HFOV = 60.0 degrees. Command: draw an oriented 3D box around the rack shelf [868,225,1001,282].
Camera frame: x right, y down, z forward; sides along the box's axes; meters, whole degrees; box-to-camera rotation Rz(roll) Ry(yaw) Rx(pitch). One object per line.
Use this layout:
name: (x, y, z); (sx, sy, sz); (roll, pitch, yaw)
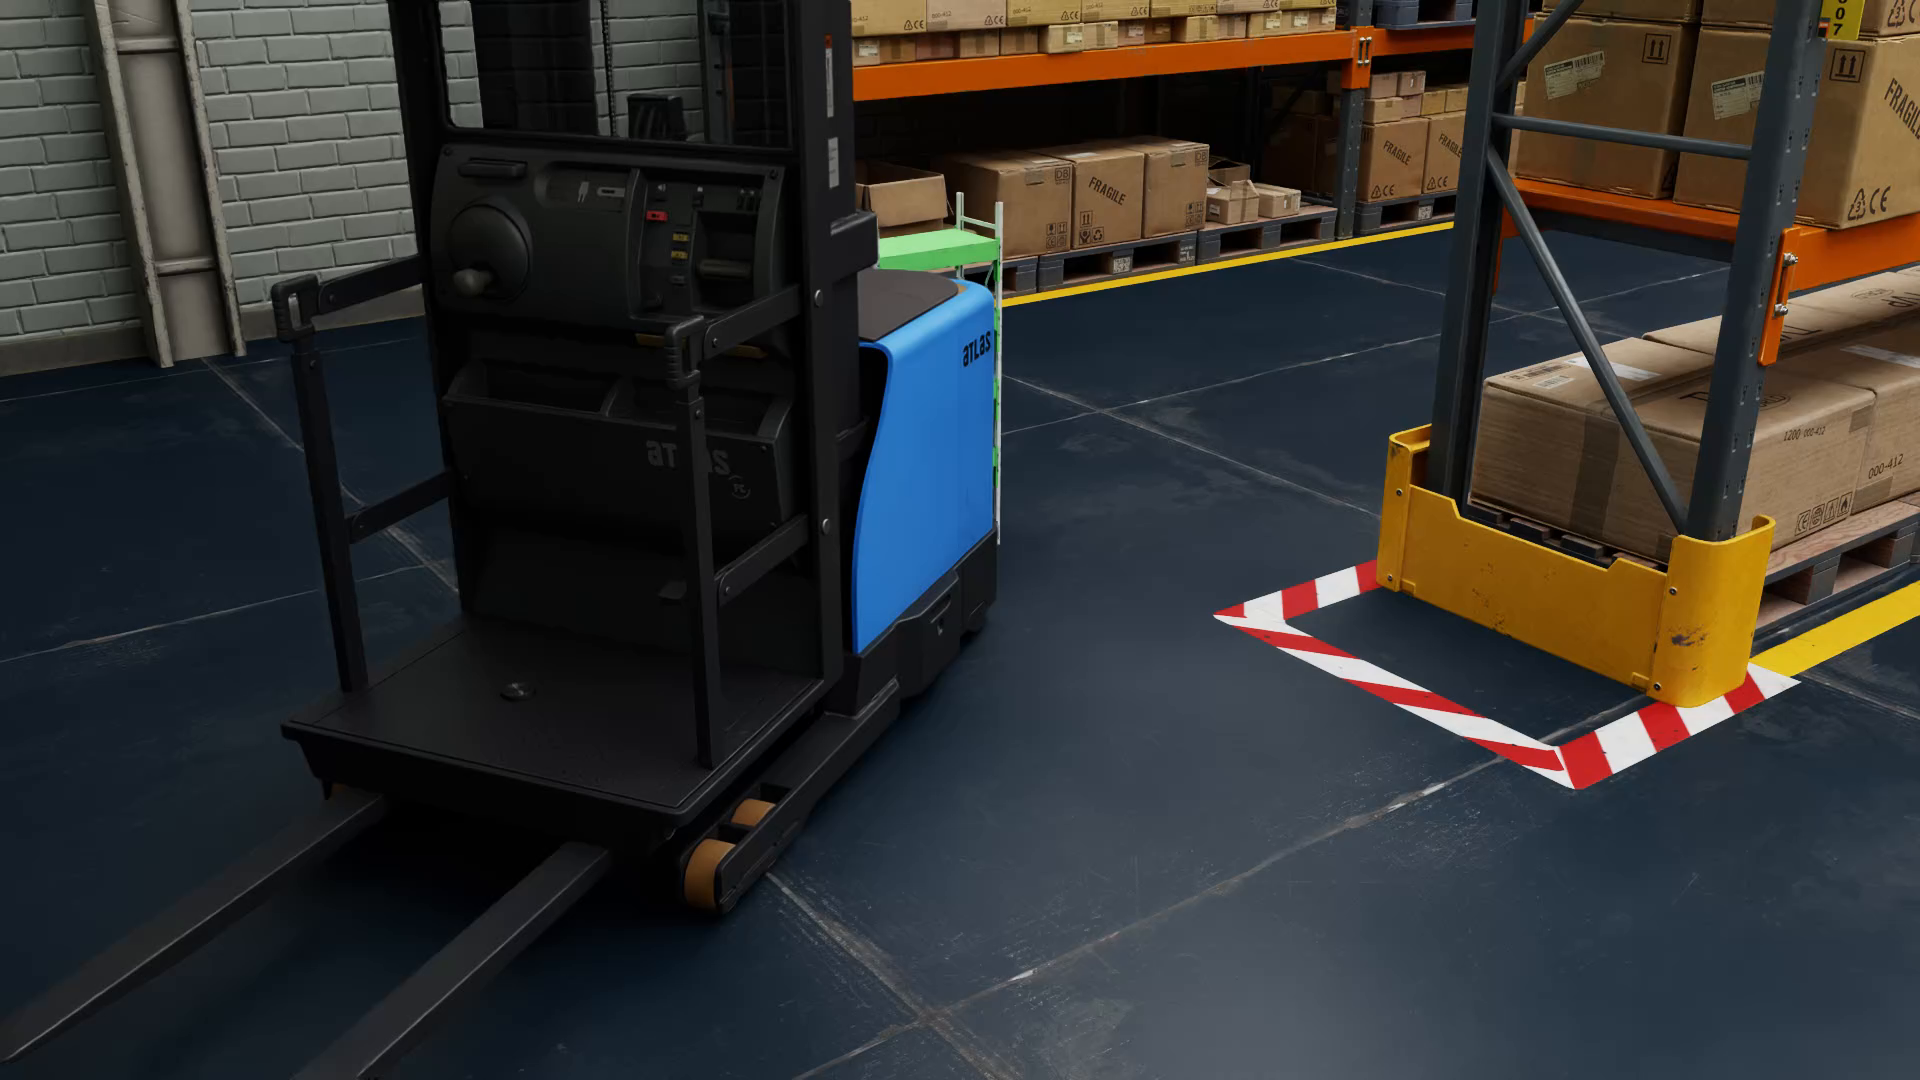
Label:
rack shelf: (-0.134, -0.908, 5.430); (0.480, 0.148, 0.258); (-15, 26, -33)

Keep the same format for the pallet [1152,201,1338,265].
pallet: (1.648, -2.041, 10.727); (1.213, 0.211, 1.003); (-15, 26, -33)

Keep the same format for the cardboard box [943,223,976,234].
cardboard box: (-0.121, -1.674, 9.324); (0.250, 0.149, 0.380); (-16, 27, -35)

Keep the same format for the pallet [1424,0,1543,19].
pallet: (3.877, -3.839, 11.728); (1.213, 0.211, 1.003); (-15, 26, -33)

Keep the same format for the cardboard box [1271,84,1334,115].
cardboard box: (2.337, -2.986, 11.264); (0.250, 0.149, 0.380); (-16, 27, -35)

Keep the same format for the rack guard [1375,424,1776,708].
rack guard: (1.842, 0.040, 5.122); (0.348, 0.500, 1.175); (-15, 26, -33)

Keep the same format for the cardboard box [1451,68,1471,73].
cardboard box: (3.829, -3.371, 12.227); (0.250, 0.149, 0.380); (-15, 26, -33)

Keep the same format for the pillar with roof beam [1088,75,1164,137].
pillar with roof beam: (3.629, -5.096, 6.526); (0.400, 9.000, 9.100); (-15, 26, -33)

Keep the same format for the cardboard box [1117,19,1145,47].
cardboard box: (0.832, -2.894, 9.441); (0.250, 0.149, 0.380); (-15, 26, -33)

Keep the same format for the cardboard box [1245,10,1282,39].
cardboard box: (1.699, -3.096, 9.948); (0.250, 0.149, 0.380); (-14, 26, -31)

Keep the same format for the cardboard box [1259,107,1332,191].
cardboard box: (2.432, -2.714, 11.456); (0.500, 0.500, 0.500); (-15, 26, -33)

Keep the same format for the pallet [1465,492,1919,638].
pallet: (2.465, -0.028, 5.681); (1.213, 0.211, 1.003); (-15, 26, -33)

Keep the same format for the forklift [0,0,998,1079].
forklift: (-0.908, -0.691, 3.674); (1.130, 2.935, 3.031); (9, 23, 20)

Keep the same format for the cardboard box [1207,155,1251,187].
cardboard box: (1.532, -2.359, 10.822); (0.500, 0.311, 0.500); (-14, 26, -31)

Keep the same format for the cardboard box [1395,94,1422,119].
cardboard box: (2.832, -2.901, 11.049); (0.250, 0.149, 0.380); (-16, 27, -34)

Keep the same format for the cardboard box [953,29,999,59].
cardboard box: (0.000, -2.663, 8.862); (0.250, 0.149, 0.380); (-14, 26, -31)

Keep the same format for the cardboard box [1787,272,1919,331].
cardboard box: (3.810, -0.700, 6.493); (0.875, 0.438, 0.875); (-16, 27, -34)

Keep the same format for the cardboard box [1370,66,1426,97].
cardboard box: (2.836, -3.026, 10.963); (0.250, 0.149, 0.380); (-16, 27, -35)

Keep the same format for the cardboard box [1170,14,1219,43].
cardboard box: (1.280, -2.984, 9.666); (0.250, 0.149, 0.380); (-15, 26, -34)

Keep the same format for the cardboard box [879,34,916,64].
cardboard box: (-0.434, -2.560, 8.603); (0.250, 0.149, 0.380); (-14, 26, -32)

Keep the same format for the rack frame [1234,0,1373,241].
rack frame: (2.206, -3.485, 10.582); (0.127, 3.000, 1.000); (-15, 26, -33)

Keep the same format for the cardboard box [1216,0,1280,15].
cardboard box: (1.537, -3.257, 9.811); (0.500, 0.250, 0.500); (-15, 26, -33)

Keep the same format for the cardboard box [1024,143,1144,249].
cardboard box: (0.715, -2.014, 9.703); (0.500, 0.500, 0.500); (-14, 26, -32)

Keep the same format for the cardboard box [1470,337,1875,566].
cardboard box: (2.339, -0.304, 5.502); (0.875, 0.438, 0.875); (-16, 27, -35)

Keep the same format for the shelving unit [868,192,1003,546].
shelving unit: (-0.134, -0.521, 5.584); (0.503, 1.200, 0.258); (-15, 26, -33)

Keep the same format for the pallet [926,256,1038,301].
pallet: (-0.332, -1.513, 9.403); (1.213, 0.211, 1.003); (-15, 26, -33)

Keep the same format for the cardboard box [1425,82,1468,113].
cardboard box: (3.249, -3.023, 11.356); (0.250, 0.149, 0.380); (-15, 26, -34)

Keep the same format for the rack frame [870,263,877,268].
rack frame: (-0.332, -0.469, 5.452); (0.015, 1.200, 0.240); (-15, 26, -33)

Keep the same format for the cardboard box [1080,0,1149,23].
cardboard box: (0.706, -3.041, 9.272); (0.500, 0.250, 0.500); (-16, 27, -34)

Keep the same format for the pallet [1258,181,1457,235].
pallet: (2.844, -2.377, 11.568); (1.213, 0.211, 1.003); (-15, 26, -33)

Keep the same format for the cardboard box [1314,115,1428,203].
cardboard box: (2.730, -2.556, 11.060); (0.500, 0.500, 0.500); (-14, 25, -31)

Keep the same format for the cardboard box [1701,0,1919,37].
cardboard box: (2.417, -1.655, 4.513); (0.500, 0.500, 0.500); (-16, 27, -34)

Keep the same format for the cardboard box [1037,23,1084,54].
cardboard box: (0.461, -2.755, 9.091); (0.250, 0.149, 0.380); (-16, 27, -34)

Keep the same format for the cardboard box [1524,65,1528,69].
cardboard box: (4.187, -3.508, 12.572); (0.250, 0.149, 0.380); (-16, 27, -35)

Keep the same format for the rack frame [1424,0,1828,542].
rack frame: (1.861, -1.126, 4.672); (0.127, 3.000, 1.000); (-15, 26, -33)

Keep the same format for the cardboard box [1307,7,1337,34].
cardboard box: (2.095, -3.223, 10.265); (0.250, 0.149, 0.380); (-15, 26, -32)

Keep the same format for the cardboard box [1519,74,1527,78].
cardboard box: (4.108, -3.224, 11.860); (0.250, 0.149, 0.380); (-16, 27, -35)

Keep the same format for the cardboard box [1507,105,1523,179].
cardboard box: (3.565, -2.781, 11.623); (0.500, 0.500, 0.500); (-16, 27, -34)

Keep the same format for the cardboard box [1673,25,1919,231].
cardboard box: (2.419, -1.190, 4.697); (0.500, 0.500, 0.500); (-15, 26, -33)

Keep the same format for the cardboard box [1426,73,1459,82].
cardboard box: (3.362, -3.279, 11.998); (0.250, 0.149, 0.380); (-14, 26, -32)

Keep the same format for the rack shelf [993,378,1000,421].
rack shelf: (-0.134, -0.462, 5.608); (0.480, 0.148, 0.258); (-15, 26, -33)

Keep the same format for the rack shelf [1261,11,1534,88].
rack shelf: (3.830, -3.583, 11.800); (4.000, 0.370, 1.077); (-15, 26, -33)

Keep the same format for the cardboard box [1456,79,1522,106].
cardboard box: (3.676, -3.119, 11.596); (0.250, 0.149, 0.380); (-14, 26, -31)

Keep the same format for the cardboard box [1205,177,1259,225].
cardboard box: (1.636, -2.124, 10.293); (0.258, 0.266, 0.396); (-14, 26, -31)

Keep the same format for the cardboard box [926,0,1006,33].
cardboard box: (-0.106, -2.814, 8.701); (0.500, 0.250, 0.500); (-15, 26, -32)
